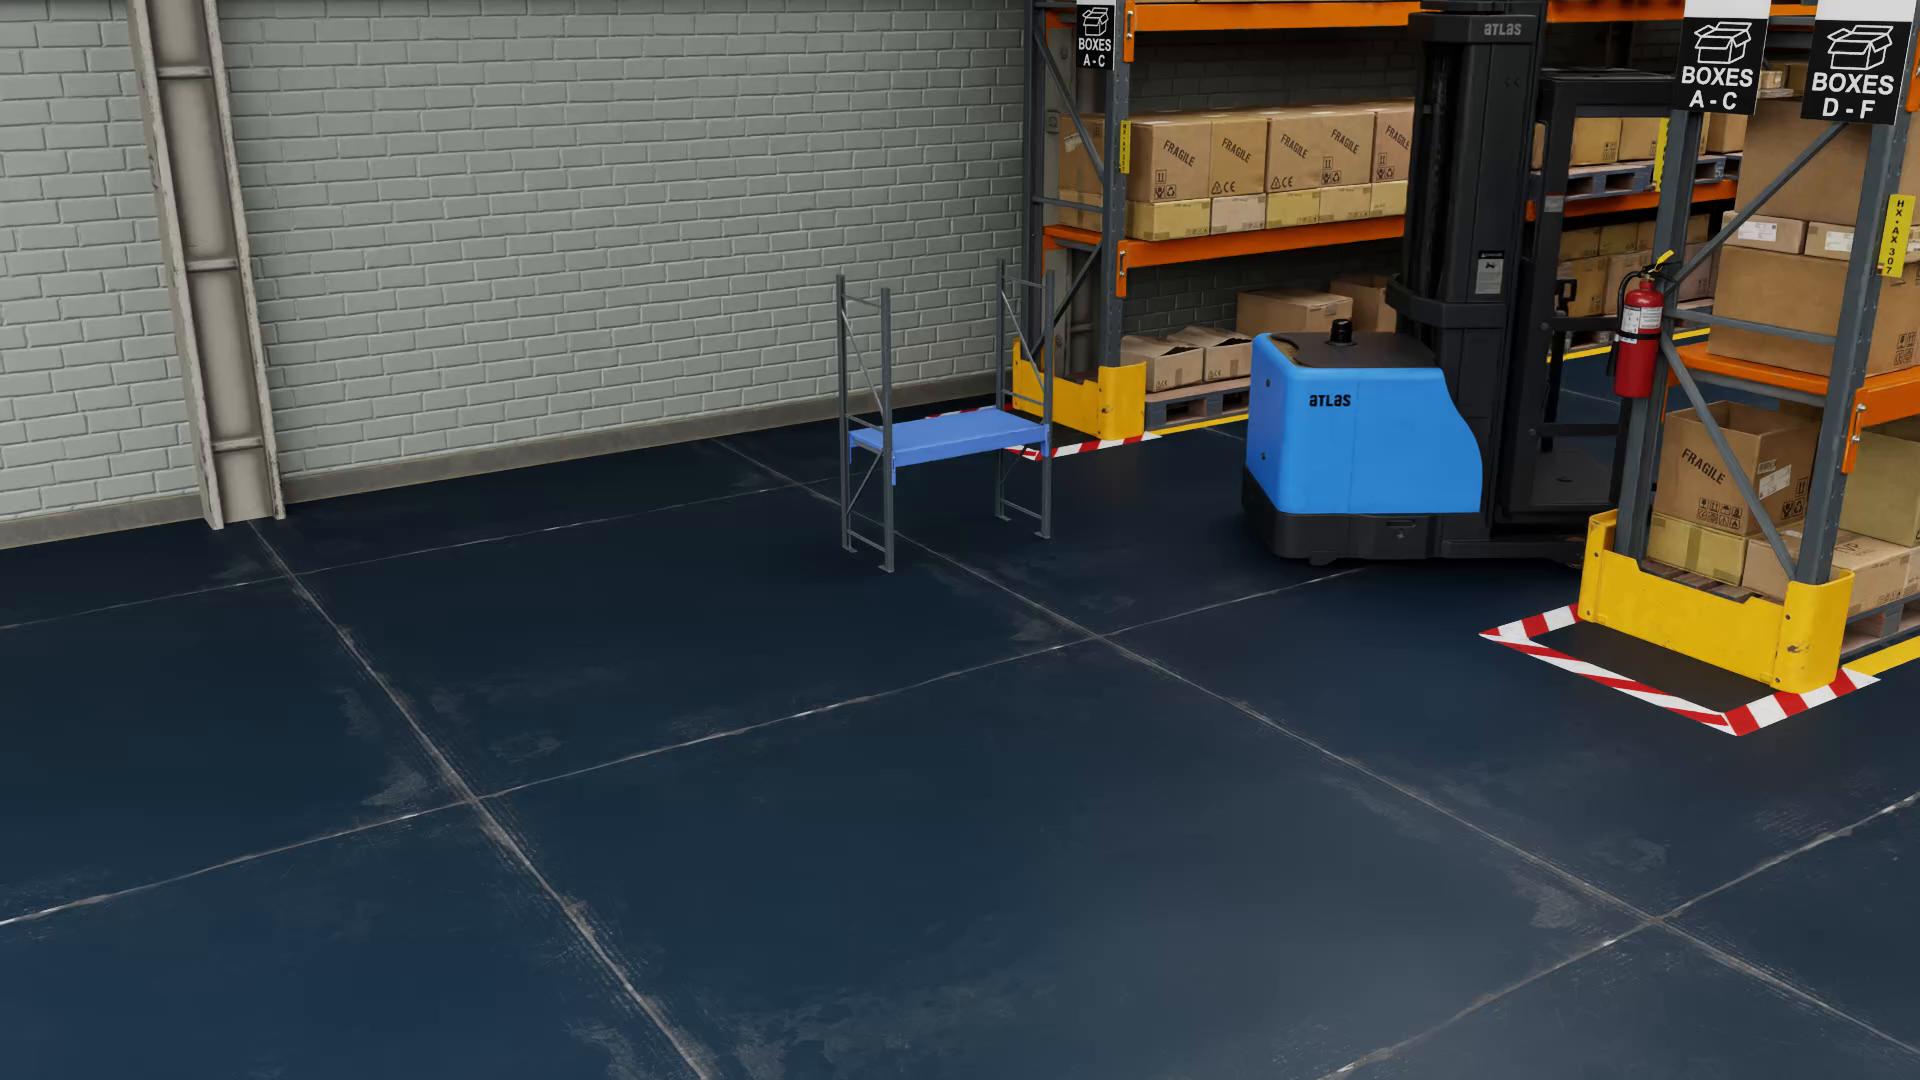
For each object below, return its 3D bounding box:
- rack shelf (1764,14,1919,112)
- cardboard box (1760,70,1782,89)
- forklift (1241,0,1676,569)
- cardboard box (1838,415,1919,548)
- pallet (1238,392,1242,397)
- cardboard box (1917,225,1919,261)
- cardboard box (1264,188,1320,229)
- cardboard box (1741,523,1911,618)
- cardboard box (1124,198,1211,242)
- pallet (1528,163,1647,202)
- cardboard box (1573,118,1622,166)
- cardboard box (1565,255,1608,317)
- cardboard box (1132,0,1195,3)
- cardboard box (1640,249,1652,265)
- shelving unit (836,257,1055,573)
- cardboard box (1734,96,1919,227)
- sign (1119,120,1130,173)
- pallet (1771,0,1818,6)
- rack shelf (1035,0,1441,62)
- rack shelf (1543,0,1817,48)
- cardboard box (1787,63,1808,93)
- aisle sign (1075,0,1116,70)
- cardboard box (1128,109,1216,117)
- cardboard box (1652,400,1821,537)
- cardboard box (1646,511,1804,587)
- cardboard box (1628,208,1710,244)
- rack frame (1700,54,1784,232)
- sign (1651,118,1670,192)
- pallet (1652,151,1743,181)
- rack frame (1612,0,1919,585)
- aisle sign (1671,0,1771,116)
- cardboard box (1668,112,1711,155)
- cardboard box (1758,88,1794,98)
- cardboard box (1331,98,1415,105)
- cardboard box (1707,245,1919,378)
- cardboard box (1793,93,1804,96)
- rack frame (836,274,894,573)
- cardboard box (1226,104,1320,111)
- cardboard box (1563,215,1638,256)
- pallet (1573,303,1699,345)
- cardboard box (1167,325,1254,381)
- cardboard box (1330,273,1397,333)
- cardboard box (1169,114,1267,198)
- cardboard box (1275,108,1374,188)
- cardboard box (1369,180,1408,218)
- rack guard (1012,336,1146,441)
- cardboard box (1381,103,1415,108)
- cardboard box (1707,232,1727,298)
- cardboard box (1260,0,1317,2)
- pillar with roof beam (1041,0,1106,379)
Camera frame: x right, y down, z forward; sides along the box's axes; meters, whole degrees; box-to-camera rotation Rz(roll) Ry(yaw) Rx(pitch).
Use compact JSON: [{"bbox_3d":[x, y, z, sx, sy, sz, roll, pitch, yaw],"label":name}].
[{"bbox_3d":[5.155,-2.365,7.995,4.000,0.370,1.077,-12,22,-31],"label":"rack shelf"},{"bbox_3d":[7.167,-4.160,15.010,0.250,0.149,0.380,-16,24,-38],"label":"cardboard box"},{"bbox_3d":[3.155,-1.405,8.825,3.031,2.935,1.130,-1,19,-2],"label":"forklift"},{"bbox_3d":[4.471,-0.307,7.937,0.500,0.500,0.500,-12,22,-31],"label":"cardboard box"},{"bbox_3d":[2.536,-1.296,12.749,1.213,0.211,1.003,-12,22,-31],"label":"pallet"},{"bbox_3d":[4.149,-1.346,7.372,0.250,0.149,0.380,-13,22,-33],"label":"cardboard box"},{"bbox_3d":[2.193,-2.379,11.802,0.500,0.250,0.500,-12,22,-32],"label":"cardboard box"},{"bbox_3d":[4.055,0.137,7.795,0.500,0.250,0.500,-12,22,-31],"label":"cardboard box"},{"bbox_3d":[1.339,-2.196,11.260,0.500,0.250,0.500,-13,22,-33],"label":"cardboard box"},{"bbox_3d":[4.816,-2.966,13.634,1.213,0.211,1.003,-12,22,-31],"label":"pallet"},{"bbox_3d":[5.012,-3.394,13.757,0.500,0.500,0.700,-9,21,-26],"label":"cardboard box"},{"bbox_3d":[5.107,-2.224,14.355,0.500,0.500,0.700,-12,22,-32],"label":"cardboard box"},{"bbox_3d":[1.174,-3.726,10.712,0.500,0.500,0.500,-11,22,-30],"label":"cardboard box"},{"bbox_3d":[5.972,-2.394,14.860,0.500,0.500,0.700,-12,22,-32],"label":"cardboard box"},{"bbox_3d":[-0.071,-0.695,8.960,1.048,1.500,0.538,-12,22,-31],"label":"shelving unit"},{"bbox_3d":[3.925,-1.682,7.355,0.500,0.500,0.700,-12,22,-31],"label":"cardboard box"},{"bbox_3d":[1.055,-2.521,10.668,0.005,0.325,0.100,-12,22,-31],"label":"sign"},{"bbox_3d":[4.089,-2.429,7.200,1.213,0.211,1.003,-12,22,-31],"label":"pallet"},{"bbox_3d":[2.427,-3.689,11.913,4.000,0.370,1.077,-12,22,-31],"label":"rack shelf"},{"bbox_3d":[5.768,-4.394,13.997,4.000,0.370,1.077,-12,22,-31],"label":"rack shelf"},{"bbox_3d":[7.983,-4.235,15.264,0.500,0.250,0.500,-11,22,-30],"label":"cardboard box"},{"bbox_3d":[0.862,-3.395,10.544,0.004,0.787,0.394,-12,22,-31],"label":"aisle sign"},{"bbox_3d":[1.459,-2.776,11.805,0.500,0.500,0.500,-12,22,-31],"label":"cardboard box"},{"bbox_3d":[3.769,-0.358,8.086,0.500,0.500,0.500,-12,22,-31],"label":"cardboard box"},{"bbox_3d":[3.770,-0.002,8.205,0.500,0.250,0.500,-12,22,-31],"label":"cardboard box"},{"bbox_3d":[6.355,-2.821,14.950,0.500,0.250,0.500,-11,22,-30],"label":"cardboard box"},{"bbox_3d":[7.438,-3.666,15.404,0.127,3.000,1.000,-12,22,-31],"label":"rack frame"},{"bbox_3d":[3.197,-1.740,7.532,0.005,0.325,0.100,-12,22,-31],"label":"sign"},{"bbox_3d":[6.902,-3.421,14.979,1.003,0.211,1.213,-12,22,-31],"label":"pallet"},{"bbox_3d":[3.484,-0.932,7.318,0.127,3.000,1.000,-12,22,-31],"label":"rack frame"},{"bbox_3d":[3.268,-2.231,7.100,0.004,0.787,0.394,-12,22,-31],"label":"aisle sign"},{"bbox_3d":[6.023,-3.611,14.398,0.500,0.500,0.700,-12,22,-31],"label":"cardboard box"},{"bbox_3d":[7.051,-3.836,15.065,0.500,0.500,0.700,-15,24,-38],"label":"cardboard box"},{"bbox_3d":[3.156,-3.138,12.874,0.500,0.500,0.500,-12,22,-32],"label":"cardboard box"},{"bbox_3d":[3.881,-1.058,7.535,0.500,0.500,0.700,-12,22,-31],"label":"cardboard box"},{"bbox_3d":[7.985,-3.880,15.388,0.500,0.500,0.500,-11,22,-30],"label":"cardboard box"},{"bbox_3d":[-0.496,-0.606,8.695,0.032,1.500,0.500,-12,22,-31],"label":"rack frame"},{"bbox_3d":[2.309,-2.957,12.340,0.500,0.500,0.500,-12,22,-31],"label":"cardboard box"},{"bbox_3d":[5.501,-2.646,14.432,0.500,0.250,0.500,-13,22,-33],"label":"cardboard box"},{"bbox_3d":[5.767,-1.994,14.813,1.213,0.211,1.003,-12,22,-31],"label":"pallet"},{"bbox_3d":[1.860,-1.389,12.182,0.500,0.311,0.500,-10,21,-27],"label":"cardboard box"},{"bbox_3d":[3.253,-1.792,13.077,0.500,0.500,0.500,-14,23,-35],"label":"cardboard box"},{"bbox_3d":[1.739,-2.638,11.397,0.500,0.500,0.500,-12,22,-31],"label":"cardboard box"},{"bbox_3d":[2.599,-2.822,11.940,0.500,0.500,0.500,-11,22,-30],"label":"cardboard box"},{"bbox_3d":[3.036,-2.557,12.327,0.500,0.250,0.500,-12,22,-32],"label":"cardboard box"},{"bbox_3d":[0.820,-1.086,11.676,0.348,0.500,1.175,-12,22,-31],"label":"rack guard"},{"bbox_3d":[3.459,-2.999,12.465,0.500,0.500,0.500,-12,22,-32],"label":"cardboard box"},{"bbox_3d":[6.866,-2.549,15.317,0.500,0.500,0.700,-12,22,-31],"label":"cardboard box"},{"bbox_3d":[2.073,-3.904,11.238,0.500,0.500,0.500,-11,21,-29],"label":"cardboard box"},{"bbox_3d":[3.233,-4.302,7.918,0.400,9.000,9.100,-12,22,-31],"label":"pillar with roof beam"}]
